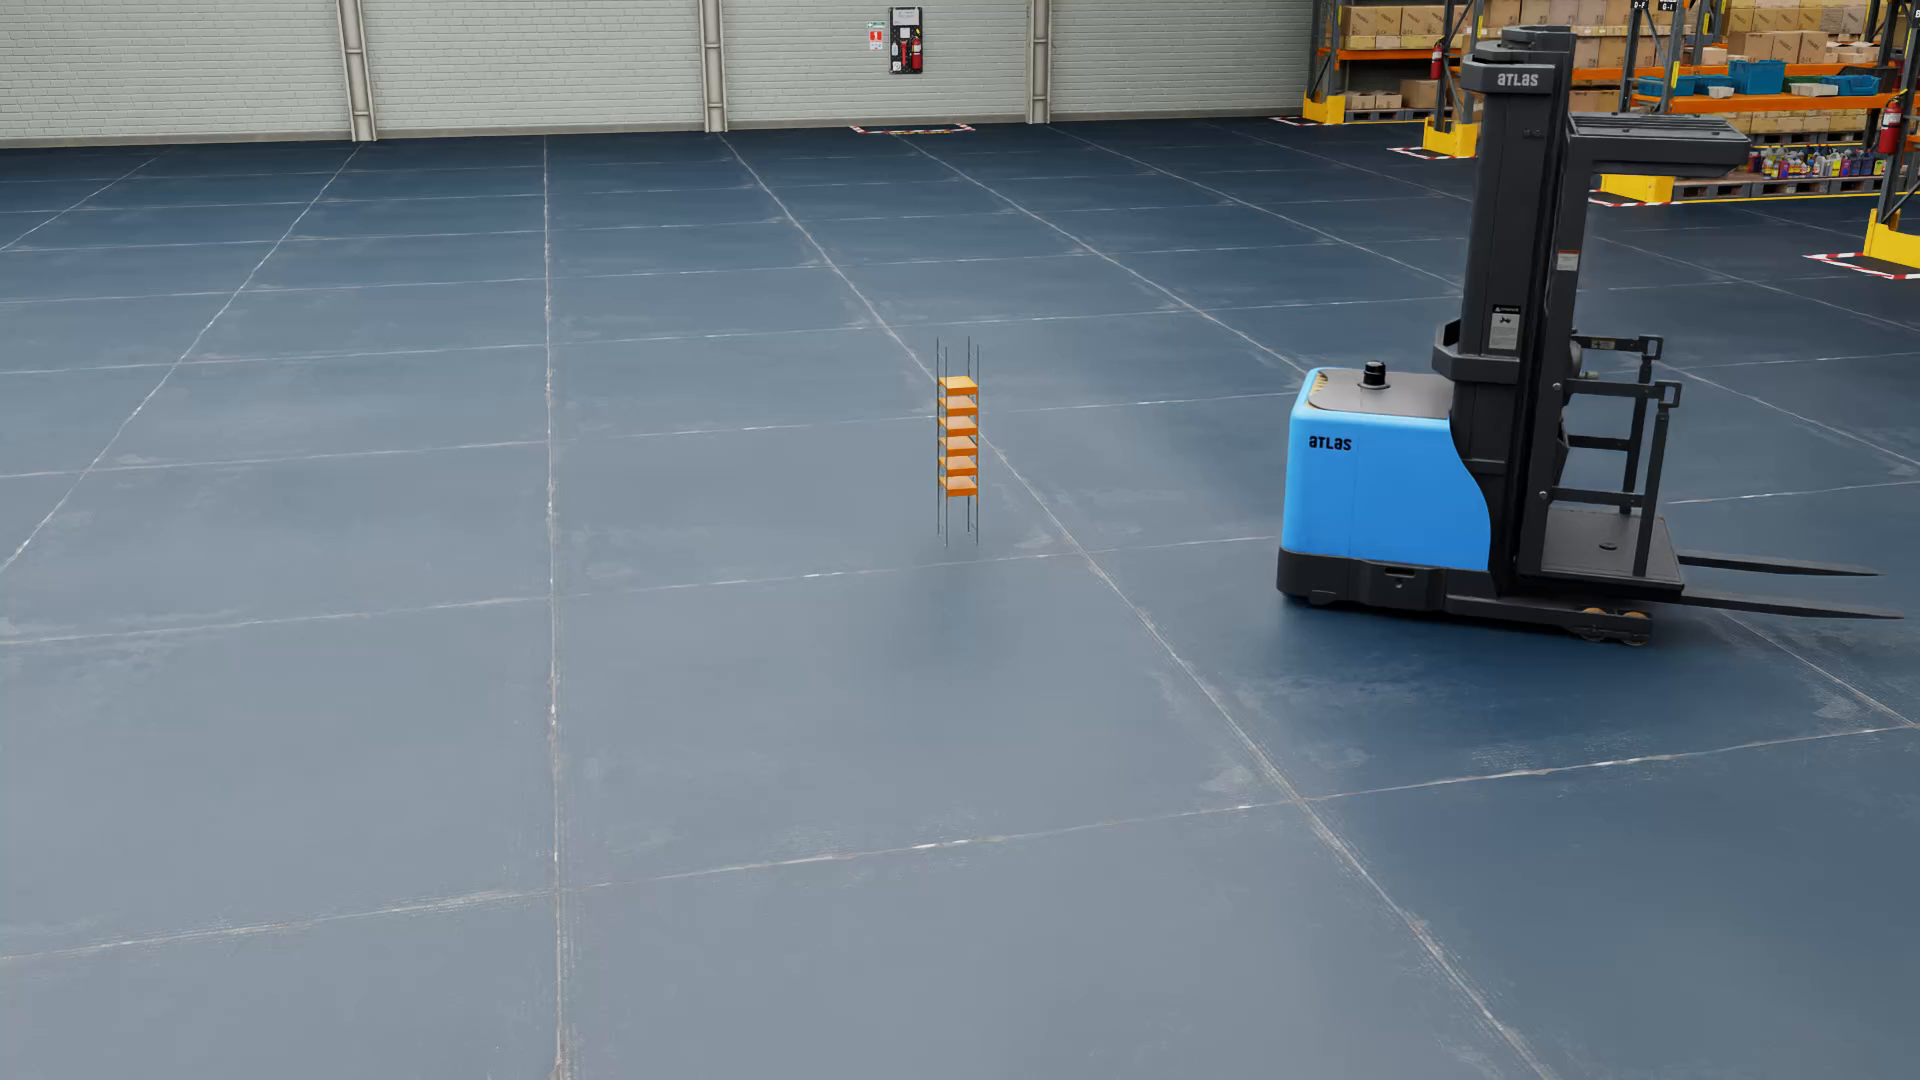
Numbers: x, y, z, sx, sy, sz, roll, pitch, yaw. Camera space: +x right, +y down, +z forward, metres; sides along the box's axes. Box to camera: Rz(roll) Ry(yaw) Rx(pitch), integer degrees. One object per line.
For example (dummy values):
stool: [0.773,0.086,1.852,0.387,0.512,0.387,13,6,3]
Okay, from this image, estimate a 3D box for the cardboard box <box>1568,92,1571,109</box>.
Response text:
cardboard box: [9.497,-7.020,26.914,0.500,0.500,0.500,-5,21,-12]

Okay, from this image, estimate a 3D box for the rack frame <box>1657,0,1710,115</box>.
rack frame: [11.847,-8.026,27.365,0.127,3.000,1.000,-5,21,-12]

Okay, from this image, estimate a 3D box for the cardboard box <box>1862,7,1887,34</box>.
cardboard box: [18.097,-10.393,33.217,0.500,0.500,0.500,-5,21,-13]

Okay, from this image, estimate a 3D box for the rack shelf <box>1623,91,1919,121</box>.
rack shelf: [11.036,-5.872,22.529,4.000,0.370,1.077,-5,21,-12]

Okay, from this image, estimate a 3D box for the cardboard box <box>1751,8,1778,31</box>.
cardboard box: [15.639,-10.188,32.659,0.500,0.500,0.500,-4,20,-11]

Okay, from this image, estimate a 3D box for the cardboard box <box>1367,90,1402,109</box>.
cardboard box: [8.059,-8.381,31.604,0.500,0.311,0.500,-3,20,-8]

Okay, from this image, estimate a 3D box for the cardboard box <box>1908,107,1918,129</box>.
cardboard box: [16.248,-7.316,28.421,0.500,0.500,0.500,-4,20,-10]

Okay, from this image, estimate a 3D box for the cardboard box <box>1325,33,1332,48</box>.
cardboard box: [7.221,-9.408,31.327,0.500,0.250,0.500,-4,21,-12]

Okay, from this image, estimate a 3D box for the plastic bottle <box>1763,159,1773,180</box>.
plastic bottle: [10.926,-5.016,22.474,0.097,0.271,0.097,0,20,0]

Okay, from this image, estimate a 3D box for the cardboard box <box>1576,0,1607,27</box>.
cardboard box: [9.951,-8.526,26.697,0.500,0.500,0.700,-5,21,-12]

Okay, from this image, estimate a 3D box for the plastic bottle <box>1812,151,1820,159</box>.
plastic bottle: [11.988,-5.317,23.294,0.097,0.271,0.097,0,20,0]

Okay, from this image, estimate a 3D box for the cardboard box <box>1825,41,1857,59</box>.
cardboard box: [14.824,-8.295,28.228,0.500,0.311,0.500,-5,21,-13]

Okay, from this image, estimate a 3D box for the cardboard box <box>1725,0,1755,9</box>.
cardboard box: [15.125,-10.501,32.423,0.500,0.250,0.500,-4,21,-11]

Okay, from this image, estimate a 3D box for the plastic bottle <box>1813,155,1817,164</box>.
plastic bottle: [11.737,-5.135,22.781,0.133,0.283,0.061,-5,21,-12]

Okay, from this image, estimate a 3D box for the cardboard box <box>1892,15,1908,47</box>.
cardboard box: [16.326,-8.675,28.379,0.500,0.500,0.700,-12,24,-31]

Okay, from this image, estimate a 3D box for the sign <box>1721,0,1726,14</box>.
sign: [14.730,-10.326,32.076,0.005,0.325,0.100,-5,21,-12]

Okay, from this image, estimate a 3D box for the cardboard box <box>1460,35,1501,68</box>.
cardboard box: [8.411,-7.789,26.573,0.500,0.500,0.700,-5,21,-12]

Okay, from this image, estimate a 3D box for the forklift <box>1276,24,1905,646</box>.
forklift: [3.269,-1.048,8.416,3.031,2.935,1.130,6,21,16]

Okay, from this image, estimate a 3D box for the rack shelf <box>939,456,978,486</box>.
rack shelf: [-0.014,-0.408,9.662,0.180,0.103,0.258,-5,21,-12]

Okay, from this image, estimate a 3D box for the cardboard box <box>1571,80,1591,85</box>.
cardboard box: [11.907,-8.839,32.577,0.500,0.500,0.700,-5,21,-14]

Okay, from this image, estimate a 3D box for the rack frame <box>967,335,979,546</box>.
rack frame: [0.075,-0.569,9.625,0.006,1.200,0.240,-5,21,-12]

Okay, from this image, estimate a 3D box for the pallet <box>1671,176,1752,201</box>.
pallet: [9.945,-4.826,22.683,1.213,0.211,1.003,-5,21,-12]

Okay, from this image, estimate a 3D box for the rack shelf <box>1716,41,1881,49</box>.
rack shelf: [16.542,-9.821,33.311,4.000,0.370,1.077,-5,21,-12]

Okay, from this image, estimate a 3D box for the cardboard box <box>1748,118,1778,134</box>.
cardboard box: [13.297,-6.963,27.850,0.500,0.250,0.500,-5,21,-14]

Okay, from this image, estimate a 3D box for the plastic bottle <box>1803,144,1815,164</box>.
plastic bottle: [11.918,-5.391,23.382,0.185,0.351,0.144,-6,21,-15]

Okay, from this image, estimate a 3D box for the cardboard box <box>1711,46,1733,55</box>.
cardboard box: [12.660,-8.094,27.746,0.258,0.266,0.396,-5,21,-14]

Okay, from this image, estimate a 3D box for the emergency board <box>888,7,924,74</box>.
emergency board: [-0.960,-9.055,30.173,0.643,1.169,0.194,-5,21,-12]

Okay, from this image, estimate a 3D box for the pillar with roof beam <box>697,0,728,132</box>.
pillar with roof beam: [-3.395,-10.139,24.410,0.400,9.000,9.100,-5,21,-12]

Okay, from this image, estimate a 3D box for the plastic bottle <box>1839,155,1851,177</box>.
plastic bottle: [12.087,-5.110,22.712,0.133,0.283,0.061,-3,20,-9]

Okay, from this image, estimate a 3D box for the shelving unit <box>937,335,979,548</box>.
shelving unit: [-0.014,-0.562,9.605,0.189,1.200,0.258,-5,21,-12]

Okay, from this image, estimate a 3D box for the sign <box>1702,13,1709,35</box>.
sign: [11.976,-8.284,26.696,0.005,0.325,0.100,-5,21,-12]

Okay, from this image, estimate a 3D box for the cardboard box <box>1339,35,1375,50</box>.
cardboard box: [7.358,-9.239,30.864,0.500,0.250,0.500,-5,21,-14]

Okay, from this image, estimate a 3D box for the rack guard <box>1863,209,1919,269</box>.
rack guard: [10.304,-3.226,17.894,0.348,0.500,1.175,-5,21,-12]

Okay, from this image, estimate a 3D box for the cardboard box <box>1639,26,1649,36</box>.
cardboard box: [10.881,-8.223,26.813,0.250,0.149,0.380,-5,21,-13]

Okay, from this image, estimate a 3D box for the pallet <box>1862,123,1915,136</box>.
pallet: [16.474,-7.080,28.836,1.213,0.211,1.003,-5,21,-12]

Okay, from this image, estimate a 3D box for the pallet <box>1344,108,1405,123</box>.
pallet: [7.683,-8.117,31.666,1.213,0.211,1.003,-5,21,-12]

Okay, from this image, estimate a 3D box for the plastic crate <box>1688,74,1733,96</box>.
plastic crate: [10.142,-6.171,22.516,0.408,0.251,0.499,-5,21,-12]

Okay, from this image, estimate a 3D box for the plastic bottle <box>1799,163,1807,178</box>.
plastic bottle: [11.454,-5.026,22.603,0.097,0.201,0.097,0,20,0]

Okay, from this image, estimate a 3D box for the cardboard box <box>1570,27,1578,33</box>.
cardboard box: [9.638,-8.123,26.540,0.250,0.149,0.380,-5,21,-13]

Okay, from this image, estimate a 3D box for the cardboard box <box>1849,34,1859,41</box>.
cardboard box: [17.722,-10.054,33.236,0.250,0.149,0.380,-4,20,-11]

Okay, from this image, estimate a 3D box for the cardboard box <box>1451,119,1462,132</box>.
cardboard box: [8.408,-6.757,27.287,0.500,0.250,0.500,-5,21,-12]

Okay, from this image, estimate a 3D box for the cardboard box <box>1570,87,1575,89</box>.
cardboard box: [9.864,-7.233,27.496,0.500,0.500,0.500,-5,21,-12]

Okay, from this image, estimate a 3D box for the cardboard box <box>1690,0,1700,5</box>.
cardboard box: [14.267,-10.522,32.449,0.250,0.149,0.380,-7,21,-20]

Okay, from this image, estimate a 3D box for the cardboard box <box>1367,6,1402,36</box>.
cardboard box: [7.827,-9.632,30.846,0.500,0.500,0.500,-5,21,-12]

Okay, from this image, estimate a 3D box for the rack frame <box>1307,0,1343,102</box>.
rack frame: [6.810,-9.368,31.026,0.127,3.000,1.000,-5,21,-12]

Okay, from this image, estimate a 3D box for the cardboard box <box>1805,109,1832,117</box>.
cardboard box: [14.290,-7.306,27.970,0.500,0.311,0.500,-5,21,-13]

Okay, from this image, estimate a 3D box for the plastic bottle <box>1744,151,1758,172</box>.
plastic bottle: [11.028,-5.282,23.193,0.135,0.276,0.152,-4,21,-12]

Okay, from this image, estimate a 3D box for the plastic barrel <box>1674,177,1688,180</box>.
plastic barrel: [9.713,-5.158,22.541,0.421,0.512,0.421,0,20,0]
